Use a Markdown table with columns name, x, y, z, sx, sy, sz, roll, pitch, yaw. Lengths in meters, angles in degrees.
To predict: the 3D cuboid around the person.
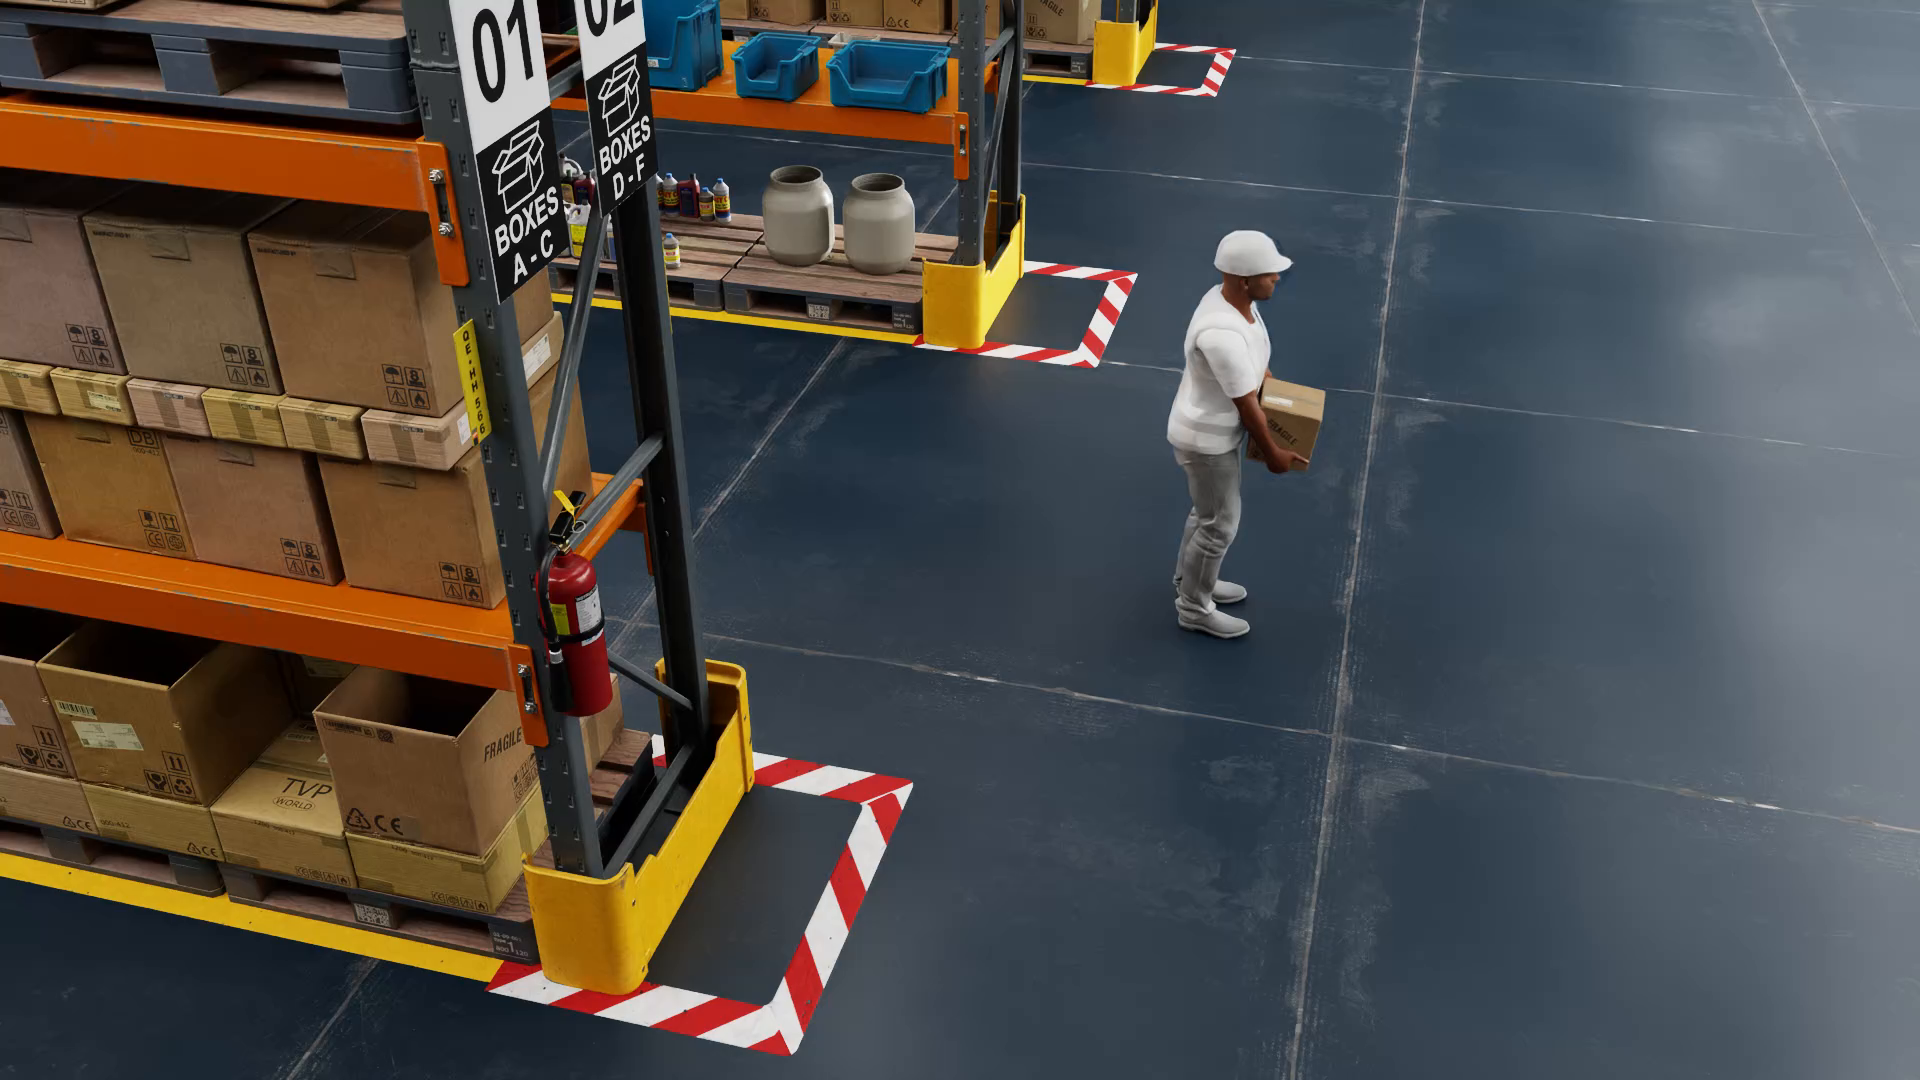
| name | x | y | z | sx | sy | sz | roll | pitch | yaw |
| --- | --- | --- | --- | --- | --- | --- | --- | --- | --- |
| person | 1.139 | -0.425 | 6.786 | 0.581 | 1.758 | 0.504 | 8 | 33 | 12 |
